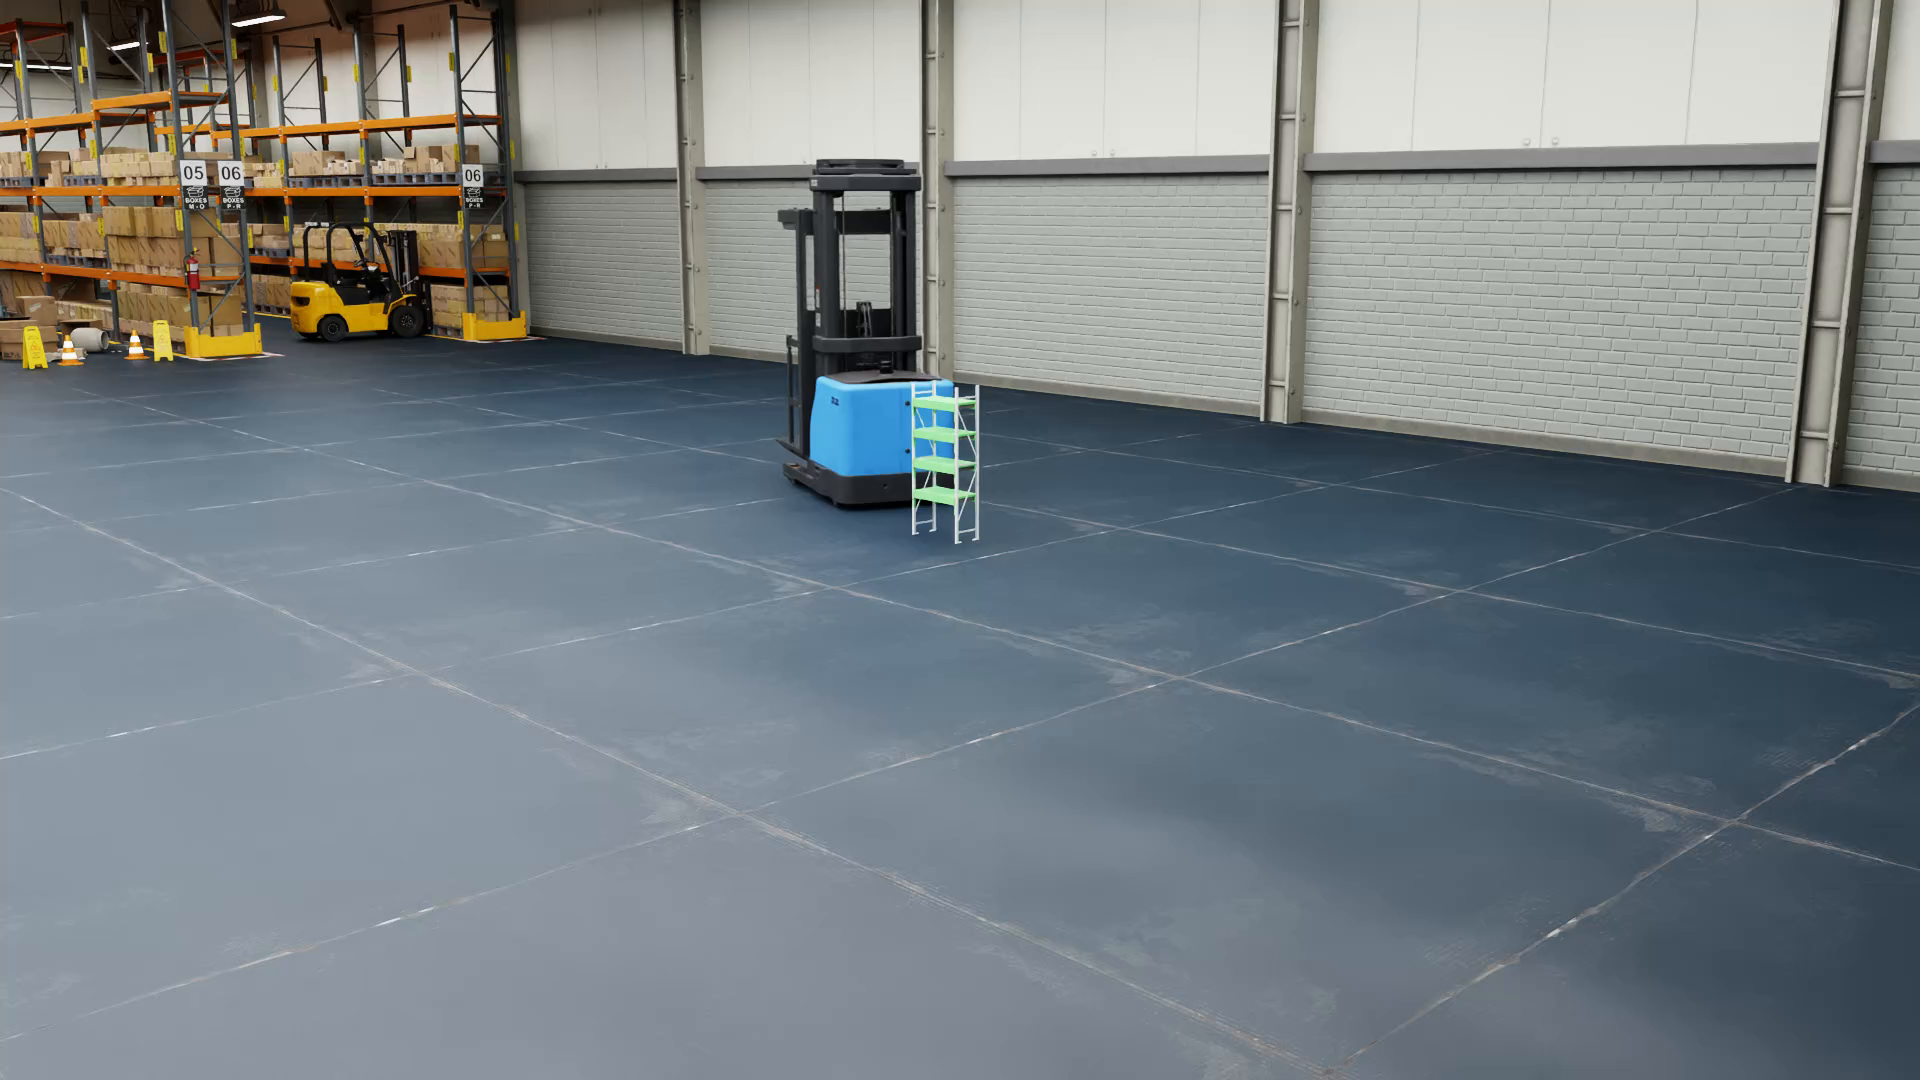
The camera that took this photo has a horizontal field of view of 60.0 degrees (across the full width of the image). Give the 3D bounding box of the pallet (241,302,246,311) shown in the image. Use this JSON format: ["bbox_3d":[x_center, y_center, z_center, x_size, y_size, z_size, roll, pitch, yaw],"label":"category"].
[{"bbox_3d":[-16.484,-5.553,39.342,1.003,0.211,1.213,-11,16,-43],"label":"pallet"}]

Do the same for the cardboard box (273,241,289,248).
[{"bbox_3d":[-15.042,-6.574,36.966,0.380,0.149,0.250,-11,16,-42],"label":"cardboard box"}]

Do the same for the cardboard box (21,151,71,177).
[{"bbox_3d":[-18.268,-7.516,33.227,0.637,0.503,0.797,11,16,42],"label":"cardboard box"}]

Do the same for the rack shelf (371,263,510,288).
[{"bbox_3d":[-10.167,-5.221,32.600,1.077,0.370,4.000,-11,16,-43],"label":"rack shelf"}]

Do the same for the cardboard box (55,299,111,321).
[{"bbox_3d":[-17.515,-4.591,33.233,0.625,0.372,0.950,10,16,41],"label":"cardboard box"}]

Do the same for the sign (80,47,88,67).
[{"bbox_3d":[-15.533,-8.568,29.489,0.100,0.325,0.005,-11,16,-43],"label":"sign"}]

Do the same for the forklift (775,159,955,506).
[{"bbox_3d":[-1.021,-1.983,15.271,1.130,2.935,3.031,-4,12,-20],"label":"forklift"}]

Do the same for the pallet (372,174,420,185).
[{"bbox_3d":[-10.941,-7.170,33.064,1.003,0.211,1.213,-11,16,-43],"label":"pallet"}]

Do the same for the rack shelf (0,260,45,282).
[{"bbox_3d":[-19.279,-5.696,34.907,1.077,0.370,4.000,-11,16,-43],"label":"rack shelf"}]

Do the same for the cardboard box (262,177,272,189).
[{"bbox_3d":[-15.188,-7.959,37.045,0.500,0.250,0.500,-11,16,-42],"label":"cardboard box"}]

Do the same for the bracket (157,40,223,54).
[{"bbox_3d":[-19.225,-12.348,41.624,0.076,0.066,4.783,-11,16,-43],"label":"bracket"}]

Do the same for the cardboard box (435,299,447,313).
[{"bbox_3d":[-9.687,-4.487,31.791,0.500,0.250,0.500,-11,16,-43],"label":"cardboard box"}]

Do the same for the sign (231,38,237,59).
[{"bbox_3d":[-11.981,-8.099,27.410,0.100,0.325,0.005,-11,16,-43],"label":"sign"}]

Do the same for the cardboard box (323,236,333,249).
[{"bbox_3d":[-13.117,-6.298,35.179,0.500,0.250,0.500,-11,16,-42],"label":"cardboard box"}]

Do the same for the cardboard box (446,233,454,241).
[{"bbox_3d":[-9.426,-5.692,31.252,0.380,0.149,0.250,-11,16,-42],"label":"cardboard box"}]

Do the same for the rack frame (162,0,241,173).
[{"bbox_3d":[-12.374,-7.527,27.145,1.000,3.000,0.127,-11,16,-43],"label":"rack frame"}]

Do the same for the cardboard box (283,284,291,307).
[{"bbox_3d":[-14.758,-5.462,37.141,0.500,0.500,0.500,-10,15,-41],"label":"cardboard box"}]

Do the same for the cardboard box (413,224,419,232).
[{"bbox_3d":[-10.411,-6.078,32.388,0.380,0.149,0.250,-11,16,-42],"label":"cardboard box"}]

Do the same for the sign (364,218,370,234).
[{"bbox_3d":[-11.934,-6.316,33.461,0.100,0.325,0.005,-11,16,-43],"label":"sign"}]

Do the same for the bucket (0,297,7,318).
[{"bbox_3d":[-16.885,-3.911,28.804,0.726,0.611,0.620,-5,3,-23],"label":"bucket"}]

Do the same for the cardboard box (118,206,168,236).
[{"bbox_3d":[-14.325,-5.608,29.234,0.700,0.500,0.500,-11,16,-44],"label":"cardboard box"}]

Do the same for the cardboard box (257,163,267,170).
[{"bbox_3d":[-15.482,-8.347,37.205,0.380,0.149,0.250,-11,16,-44],"label":"cardboard box"}]

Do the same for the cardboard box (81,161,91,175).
[{"bbox_3d":[-15.990,-6.913,30.932,0.500,0.250,0.500,-11,16,-42],"label":"cardboard box"}]

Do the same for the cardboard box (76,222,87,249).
[{"bbox_3d":[-16.316,-5.757,31.394,0.500,0.500,0.500,-10,15,-41],"label":"cardboard box"}]

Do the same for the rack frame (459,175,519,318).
[{"bbox_3d":[-8.786,-5.281,31.110,1.000,3.000,0.127,-11,16,-43],"label":"rack frame"}]

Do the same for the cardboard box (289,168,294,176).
[{"bbox_3d":[-14.290,-7.965,35.993,0.380,0.166,0.250,-11,16,-43],"label":"cardboard box"}]

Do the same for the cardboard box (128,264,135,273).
[{"bbox_3d":[-14.587,-4.854,29.659,0.380,0.149,0.250,-10,15,-41],"label":"cardboard box"}]

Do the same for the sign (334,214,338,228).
[{"bbox_3d":[-13.912,-7.093,37.038,0.100,0.325,0.005,-11,16,-43],"label":"sign"}]

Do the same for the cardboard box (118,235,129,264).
[{"bbox_3d":[-14.670,-5.194,29.704,0.500,0.500,0.500,-11,16,-43],"label":"cardboard box"}]

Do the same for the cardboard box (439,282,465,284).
[{"bbox_3d":[-10.015,-4.949,32.794,0.500,0.250,0.500,-11,16,-44],"label":"cardboard box"}]

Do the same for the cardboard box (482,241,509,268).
[{"bbox_3d":[-8.927,-5.441,31.639,0.500,0.500,0.500,-10,15,-41],"label":"cardboard box"}]

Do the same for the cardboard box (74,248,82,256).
[{"bbox_3d":[-16.727,-5.523,31.867,0.380,0.149,0.250,-10,15,-41],"label":"cardboard box"}]

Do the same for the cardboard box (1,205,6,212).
[{"bbox_3d":[-20.879,-7.314,36.644,0.380,0.149,0.250,-11,16,-42],"label":"cardboard box"}]

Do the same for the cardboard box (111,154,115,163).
[{"bbox_3d":[-14.778,-6.744,29.425,0.250,0.149,0.380,11,16,43],"label":"cardboard box"}]

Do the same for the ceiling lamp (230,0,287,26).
[{"bbox_3d":[-13.042,-11.336,31.165,0.800,3.185,2.000,-11,16,-43],"label":"ceiling lamp"}]

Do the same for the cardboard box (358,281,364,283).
[{"bbox_3d":[-12.968,-5.206,35.589,0.625,0.625,0.875,11,16,43],"label":"cardboard box"}]

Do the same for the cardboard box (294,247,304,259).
[{"bbox_3d":[-14.181,-6.276,36.313,0.500,0.250,0.500,-11,16,-42],"label":"cardboard box"}]

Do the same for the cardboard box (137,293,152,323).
[{"bbox_3d":[-14.189,-4.123,29.403,0.500,0.500,0.500,-10,15,-40],"label":"cardboard box"}]

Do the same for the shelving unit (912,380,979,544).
[{"bbox_3d":[-0.114,-0.612,12.908,0.258,1.200,0.503,-11,16,-43],"label":"shelving unit"}]

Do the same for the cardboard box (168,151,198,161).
[{"bbox_3d":[-12.821,-6.334,27.433,0.380,0.149,0.250,-11,16,-42],"label":"cardboard box"}]

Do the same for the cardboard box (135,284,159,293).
[{"bbox_3d":[-14.336,-4.452,29.397,0.380,0.149,0.250,-10,15,-39],"label":"cardboard box"}]

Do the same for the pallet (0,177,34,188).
[{"bbox_3d":[-19.156,-7.382,34.344,1.003,0.211,1.213,-10,15,-40],"label":"pallet"}]

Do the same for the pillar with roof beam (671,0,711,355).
[{"bbox_3d":[-7.585,-6.971,24.446,9.100,9.000,0.400,-11,16,-43],"label":"pillar with roof beam"}]

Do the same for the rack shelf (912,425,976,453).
[{"bbox_3d":[-0.114,-0.784,12.872,0.258,0.148,0.480,-11,16,-43],"label":"rack shelf"}]

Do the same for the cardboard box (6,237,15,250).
[{"bbox_3d":[-19.500,-6.185,34.631,0.500,0.250,0.500,11,16,43],"label":"cardboard box"}]

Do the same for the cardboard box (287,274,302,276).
[{"bbox_3d":[-15.377,-6.048,38.382,0.380,0.149,0.250,-11,16,-42],"label":"cardboard box"}]

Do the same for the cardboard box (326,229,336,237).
[{"bbox_3d":[-13.088,-6.461,34.981,0.250,0.149,0.380,11,16,44],"label":"cardboard box"}]

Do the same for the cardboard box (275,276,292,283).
[{"bbox_3d":[-15.196,-5.864,37.489,0.250,0.149,0.380,11,16,43],"label":"cardboard box"}]

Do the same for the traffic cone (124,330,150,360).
[{"bbox_3d":[-13.603,-3.229,27.439,0.336,0.463,0.334,-11,16,-43],"label":"traffic cone"}]

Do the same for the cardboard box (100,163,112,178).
[{"bbox_3d":[-15.030,-6.612,29.770,0.500,0.250,0.500,-11,16,-44],"label":"cardboard box"}]
